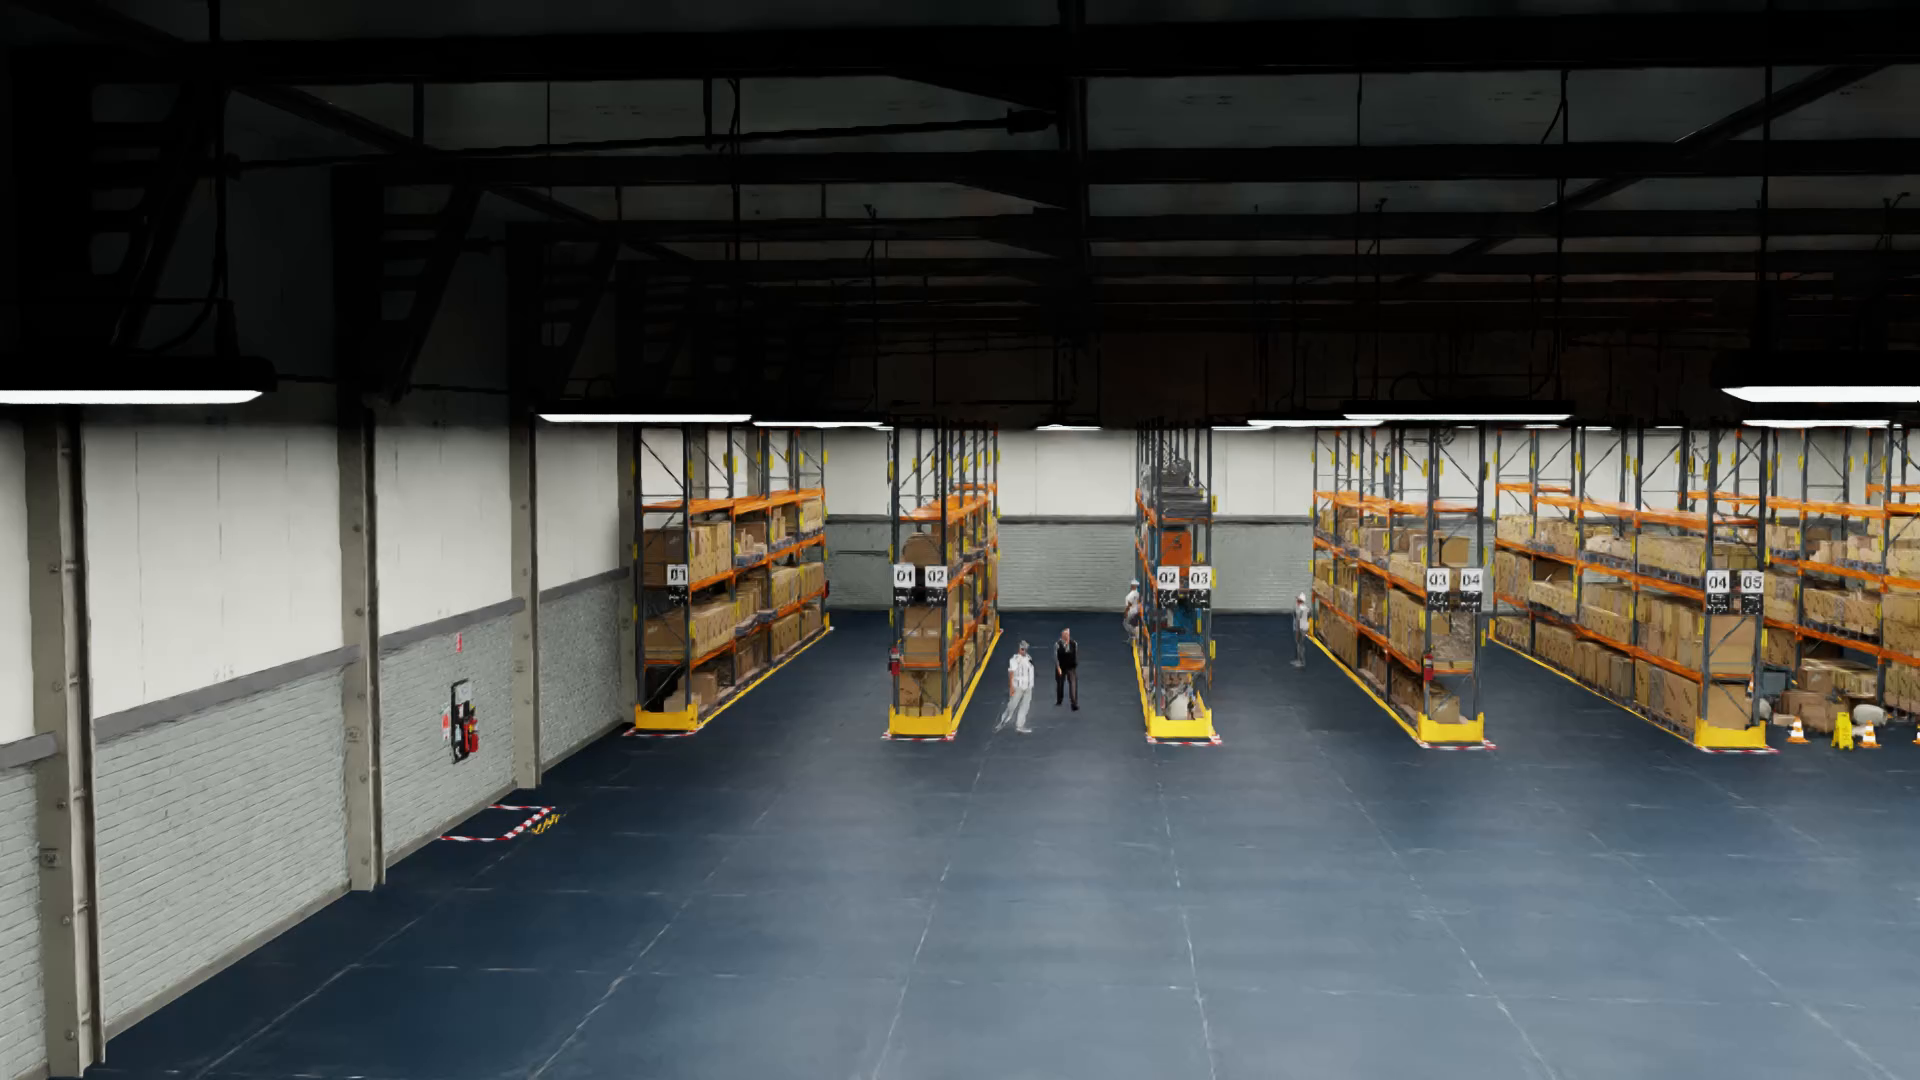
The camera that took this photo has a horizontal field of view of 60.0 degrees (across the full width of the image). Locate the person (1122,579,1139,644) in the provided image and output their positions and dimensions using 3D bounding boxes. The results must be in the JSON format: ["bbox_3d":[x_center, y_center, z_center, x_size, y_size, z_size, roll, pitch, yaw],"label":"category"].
[{"bbox_3d":[4.590,1.925,44.534,0.587,1.758,0.687,2,4,23],"label":"person"}]

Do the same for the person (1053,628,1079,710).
[{"bbox_3d":[2.176,2.644,34.277,0.538,1.664,1.026,0,4,-3],"label":"person"}]

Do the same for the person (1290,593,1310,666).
[{"bbox_3d":[8.261,2.177,40.551,0.499,1.774,0.578,2,4,34],"label":"person"}]

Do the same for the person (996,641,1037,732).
[{"bbox_3d":[1.063,2.787,31.621,0.722,1.740,0.555,-3,5,-36],"label":"person"}]
